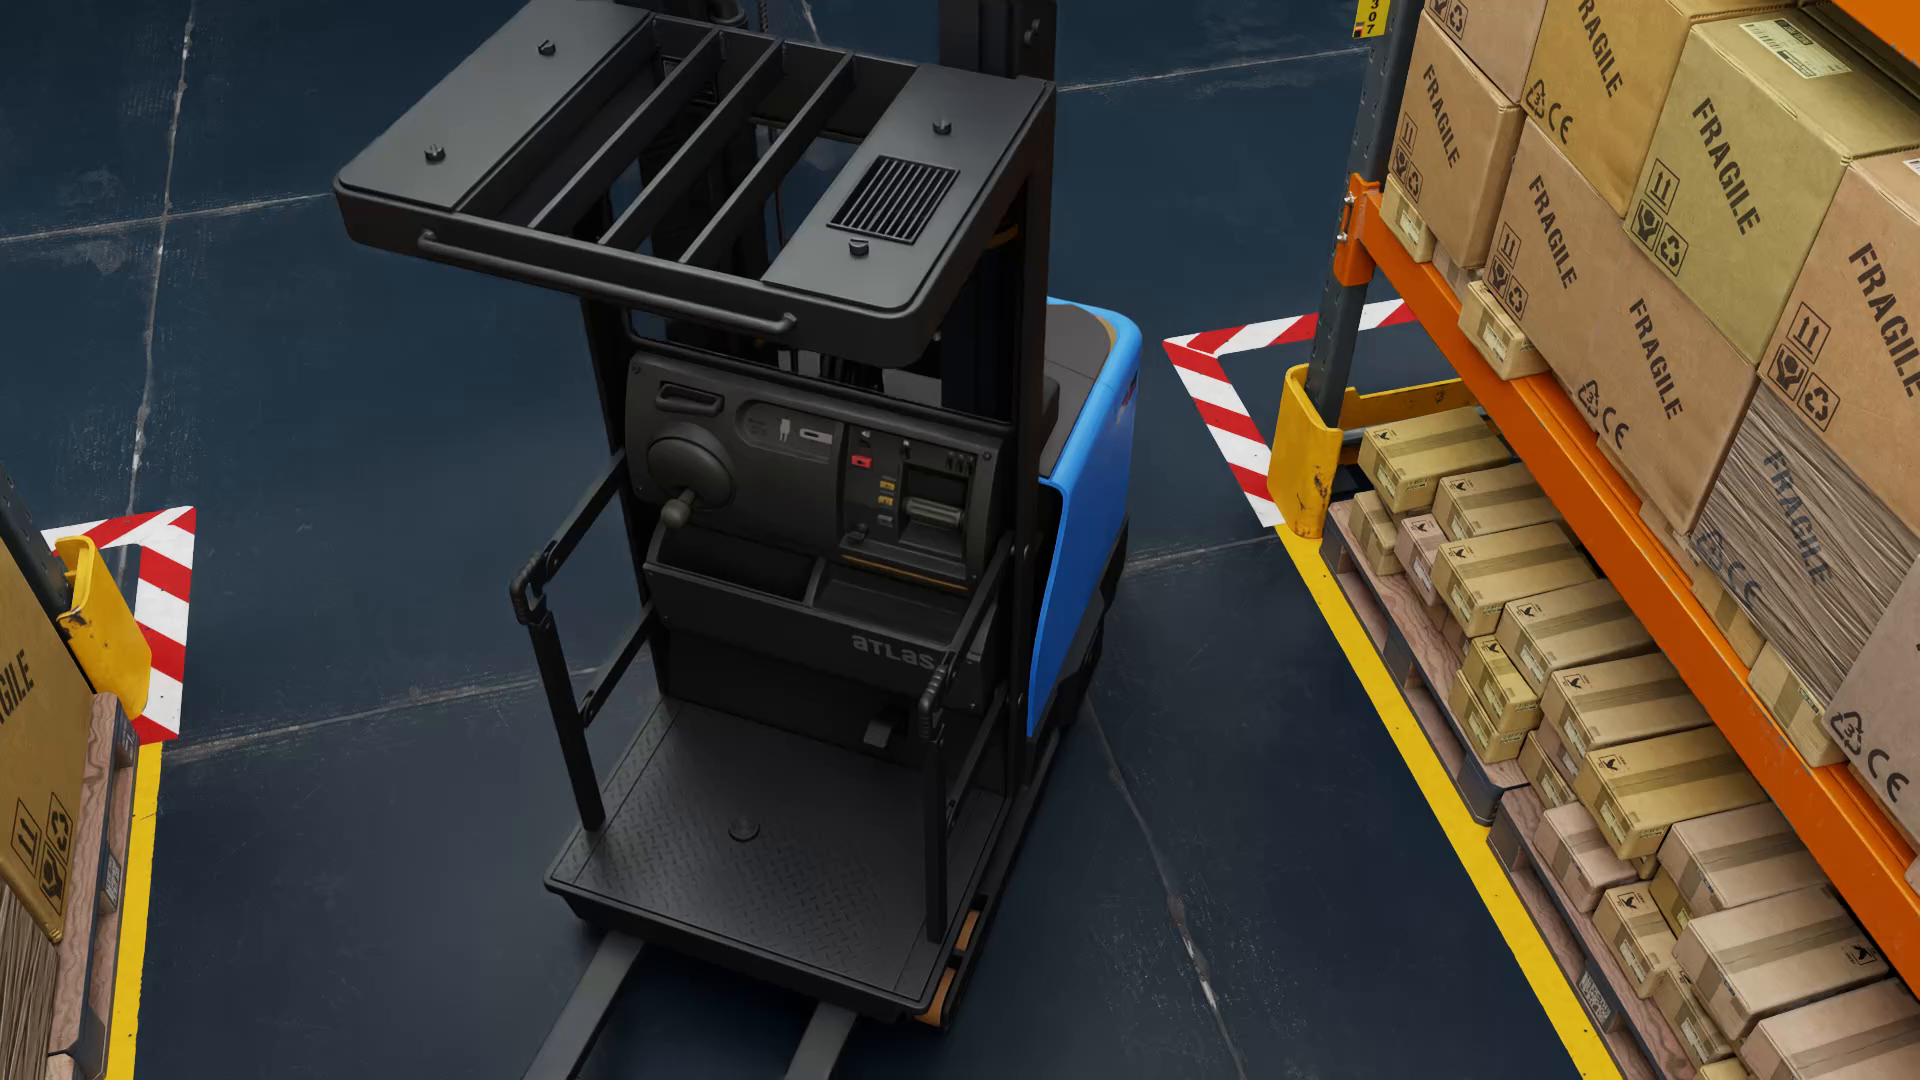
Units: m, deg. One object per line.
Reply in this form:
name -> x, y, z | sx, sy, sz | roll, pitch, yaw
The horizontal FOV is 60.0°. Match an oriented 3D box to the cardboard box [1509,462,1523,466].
cardboard box -> 2.006, -0.144, 5.493 | 0.380, 0.149, 0.250 | -10, 46, -10

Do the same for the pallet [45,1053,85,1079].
pallet -> -2.562, 1.872, 3.768 | 1.003, 0.211, 1.213 | -11, 47, -10

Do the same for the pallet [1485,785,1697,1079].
pallet -> 2.171, 1.117, 4.508 | 1.003, 0.211, 1.213 | -11, 47, -10

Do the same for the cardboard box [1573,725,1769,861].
cardboard box -> 1.831, 0.651, 4.297 | 0.380, 0.149, 0.250 | -10, 46, -10

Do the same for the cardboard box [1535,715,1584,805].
cardboard box -> 1.840, 0.550, 4.604 | 0.380, 0.149, 0.250 | -13, 47, -12

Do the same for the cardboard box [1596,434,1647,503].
cardboard box -> 1.802, -0.239, 4.060 | 0.380, 0.149, 0.250 | -11, 47, -11

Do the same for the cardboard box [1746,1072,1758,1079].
cardboard box -> 2.085, 1.299, 3.870 | 0.380, 0.149, 0.250 | -10, 46, -9

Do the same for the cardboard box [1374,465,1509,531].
cardboard box -> 1.555, -0.165, 5.305 | 0.380, 0.149, 0.250 | -9, 46, -9

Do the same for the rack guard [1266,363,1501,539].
rack guard -> 1.689, -0.393, 5.785 | 1.175, 0.500, 0.348 | -11, 47, -10

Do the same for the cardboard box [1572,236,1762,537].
cardboard box -> 1.792, -0.393, 3.757 | 0.500, 0.500, 0.500 | -10, 46, -10

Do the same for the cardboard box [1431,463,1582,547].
cardboard box -> 1.662, -0.085, 5.019 | 0.380, 0.149, 0.250 | -10, 46, -10

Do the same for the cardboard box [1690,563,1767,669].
cardboard box -> 1.884, 0.119, 3.709 | 0.380, 0.149, 0.250 | -9, 46, -9

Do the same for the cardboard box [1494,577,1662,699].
cardboard box -> 1.746, 0.268, 4.672 | 0.380, 0.149, 0.250 | -13, 47, -12

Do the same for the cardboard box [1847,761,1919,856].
cardboard box -> 2.058, 0.472, 3.363 | 0.380, 0.149, 0.250 | -11, 47, -11

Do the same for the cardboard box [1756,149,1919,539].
cardboard box -> 1.909, -0.389, 3.053 | 0.500, 0.500, 0.500 | -12, 47, -12

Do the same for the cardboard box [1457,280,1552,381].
cardboard box -> 1.558, -0.585, 4.399 | 0.380, 0.149, 0.250 | -12, 47, -11

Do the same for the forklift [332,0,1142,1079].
forklift -> -0.432, -0.064, 3.760 | 1.130, 2.935, 3.031 | 15, 47, 14

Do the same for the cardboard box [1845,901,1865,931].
cardboard box -> 2.398, 0.927, 4.444 | 0.380, 0.149, 0.250 | -9, 46, -9

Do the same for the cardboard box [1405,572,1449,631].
cardboard box -> 1.640, 0.117, 5.237 | 0.380, 0.149, 0.250 | -11, 47, -10

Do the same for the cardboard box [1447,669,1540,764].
cardboard box -> 1.670, 0.484, 4.878 | 0.380, 0.149, 0.250 | -10, 46, -10

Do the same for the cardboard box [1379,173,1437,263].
cardboard box -> 1.435, -0.948, 4.755 | 0.380, 0.149, 0.250 | -11, 47, -11

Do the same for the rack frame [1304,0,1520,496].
rack frame -> 1.669, -1.320, 4.943 | 1.000, 3.000, 0.127 | -11, 47, -10

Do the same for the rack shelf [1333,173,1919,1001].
rack shelf -> 2.181, 0.313, 3.847 | 1.077, 0.370, 4.000 | -11, 47, -10

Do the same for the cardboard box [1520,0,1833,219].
cardboard box -> 1.663, -1.103, 3.753 | 0.500, 0.500, 0.500 | -9, 46, -9

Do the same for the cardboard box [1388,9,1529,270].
cardboard box -> 1.517, -1.099, 4.448 | 0.500, 0.500, 0.500 | -9, 46, -8

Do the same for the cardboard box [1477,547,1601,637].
cardboard box -> 1.719, 0.188, 4.960 | 0.380, 0.149, 0.250 | -10, 46, -10

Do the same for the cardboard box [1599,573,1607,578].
cardboard box -> 2.154, 0.213, 5.143 | 0.380, 0.149, 0.250 | -11, 47, -11

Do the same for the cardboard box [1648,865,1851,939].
cardboard box -> 2.009, 0.918, 4.243 | 0.380, 0.149, 0.250 | -9, 46, -8

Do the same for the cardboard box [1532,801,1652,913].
cardboard box -> 1.807, 0.830, 4.538 | 0.380, 0.149, 0.250 | -13, 47, -12

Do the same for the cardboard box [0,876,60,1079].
cardboard box -> -2.677, 1.169, 3.697 | 0.875, 0.875, 0.875 | -11, 47, -10

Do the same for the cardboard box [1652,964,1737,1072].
cardboard box -> 1.997, 1.177, 4.198 | 0.380, 0.149, 0.250 | -10, 46, -10

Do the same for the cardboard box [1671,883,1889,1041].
cardboard box -> 1.946, 0.999, 3.956 | 0.380, 0.149, 0.250 | -12, 47, -12

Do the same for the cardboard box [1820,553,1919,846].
cardboard box -> 2.039, 0.318, 3.060 | 0.500, 0.500, 0.500 | -11, 47, -11
